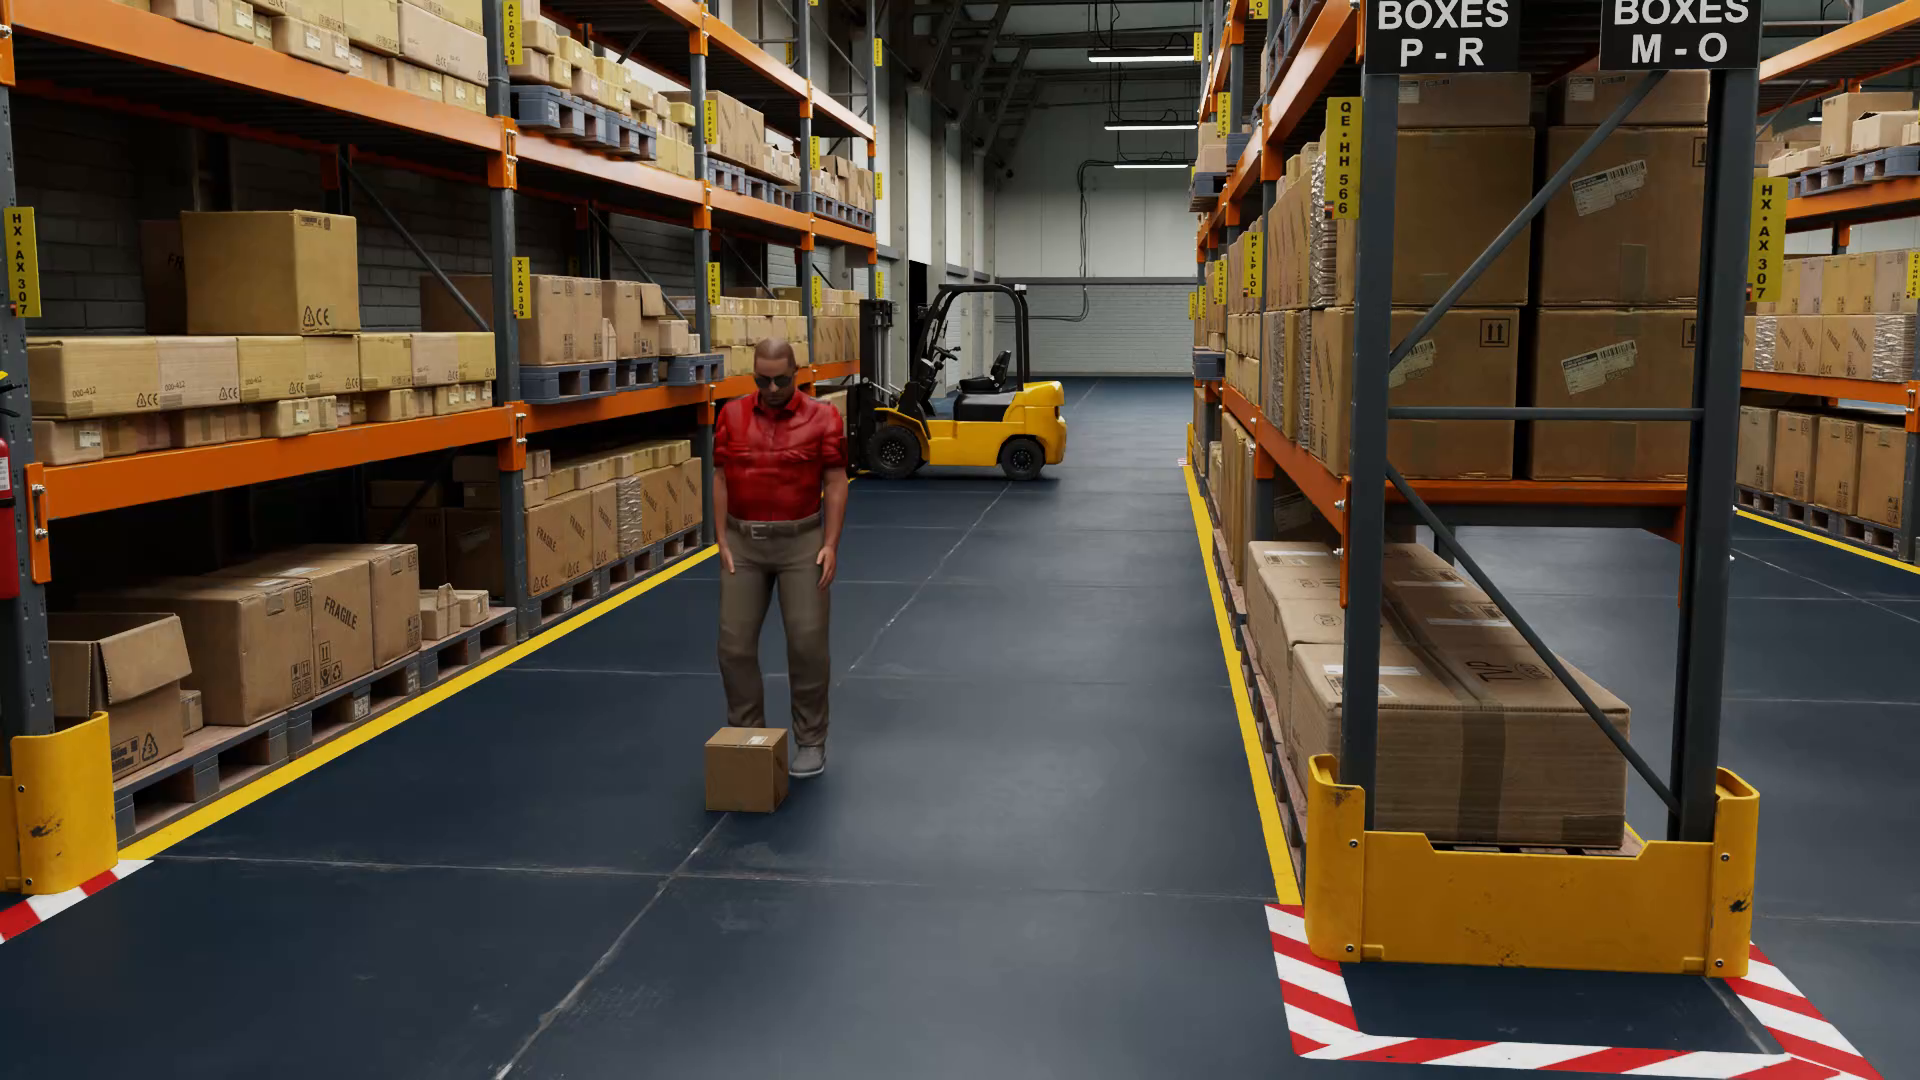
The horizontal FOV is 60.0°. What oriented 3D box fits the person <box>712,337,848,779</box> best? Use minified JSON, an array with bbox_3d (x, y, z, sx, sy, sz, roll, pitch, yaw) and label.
[{"bbox_3d":[-0.704,0.063,6.515,0.544,1.705,0.376,1,8,8],"label":"person"}]
